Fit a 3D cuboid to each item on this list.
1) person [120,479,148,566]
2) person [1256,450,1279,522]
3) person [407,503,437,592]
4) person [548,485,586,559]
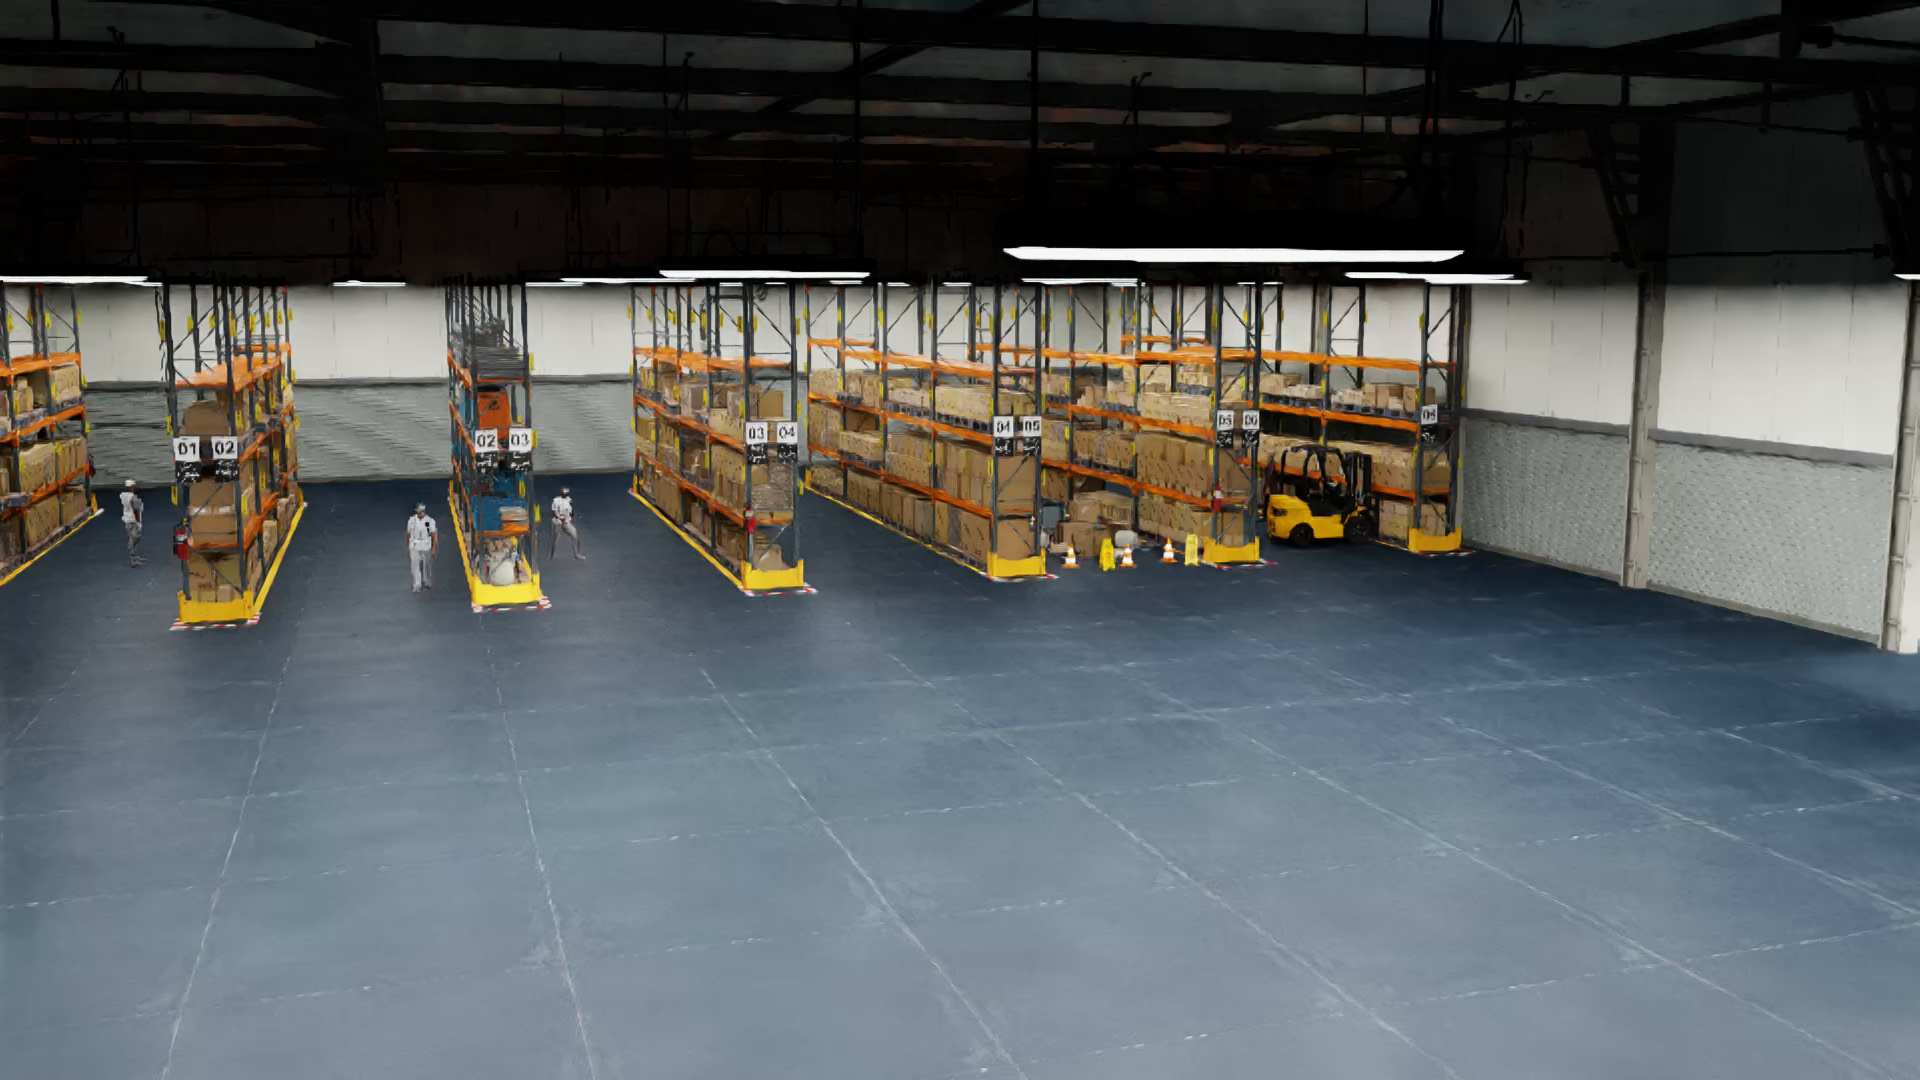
[{"bbox_3d":[-17.155,-0.384,34.595,0.618,1.783,0.457,8,12,42],"label":"person"},{"bbox_3d":[7.560,-1.312,40.753,0.642,1.771,0.693,1,9,7],"label":"person"},{"bbox_3d":[-10.226,0.112,31.646,0.541,1.672,1.106,-3,9,-20],"label":"person"},{"bbox_3d":[-8.395,-0.374,35.233,0.626,1.601,0.793,-7,11,-38],"label":"person"}]
